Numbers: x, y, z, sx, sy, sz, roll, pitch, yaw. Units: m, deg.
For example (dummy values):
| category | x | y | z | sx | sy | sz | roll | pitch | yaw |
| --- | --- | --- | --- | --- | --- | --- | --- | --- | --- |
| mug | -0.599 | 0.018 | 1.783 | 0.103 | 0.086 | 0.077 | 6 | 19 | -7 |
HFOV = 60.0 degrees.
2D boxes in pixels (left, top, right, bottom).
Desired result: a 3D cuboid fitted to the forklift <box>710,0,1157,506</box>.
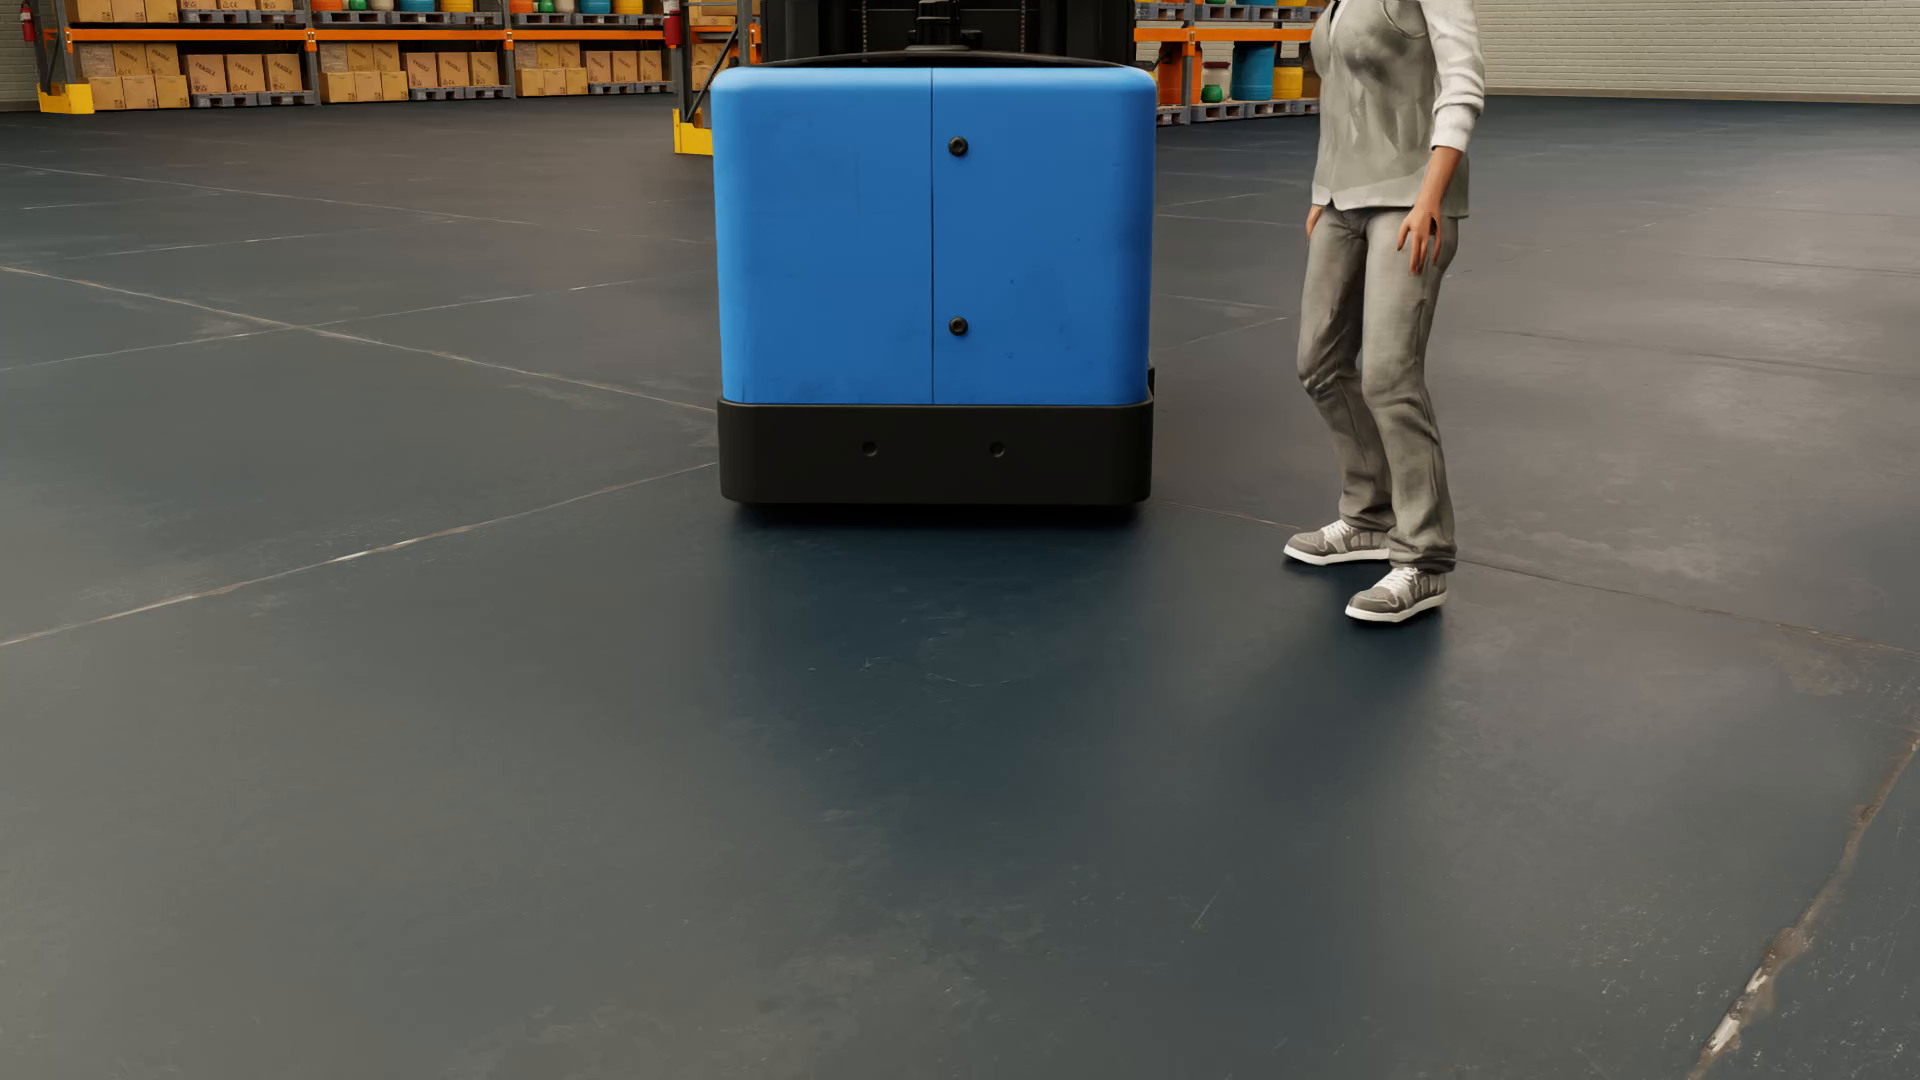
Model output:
| category | x | y | z | sx | sy | sz | roll | pitch | yaw |
| --- | --- | --- | --- | --- | --- | --- | --- | --- | --- |
| forklift | -0.032 | -1.858 | 5.015 | 1.130 | 2.935 | 3.031 | 0 | 17 | 1 |

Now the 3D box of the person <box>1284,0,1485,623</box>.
| category | x | y | z | sx | sy | sz | roll | pitch | yaw |
| --- | --- | --- | --- | --- | --- | --- | --- | --- | --- |
| person | 0.873 | -0.672 | 3.460 | 0.357 | 1.570 | 0.650 | -5 | 18 | -16 |
